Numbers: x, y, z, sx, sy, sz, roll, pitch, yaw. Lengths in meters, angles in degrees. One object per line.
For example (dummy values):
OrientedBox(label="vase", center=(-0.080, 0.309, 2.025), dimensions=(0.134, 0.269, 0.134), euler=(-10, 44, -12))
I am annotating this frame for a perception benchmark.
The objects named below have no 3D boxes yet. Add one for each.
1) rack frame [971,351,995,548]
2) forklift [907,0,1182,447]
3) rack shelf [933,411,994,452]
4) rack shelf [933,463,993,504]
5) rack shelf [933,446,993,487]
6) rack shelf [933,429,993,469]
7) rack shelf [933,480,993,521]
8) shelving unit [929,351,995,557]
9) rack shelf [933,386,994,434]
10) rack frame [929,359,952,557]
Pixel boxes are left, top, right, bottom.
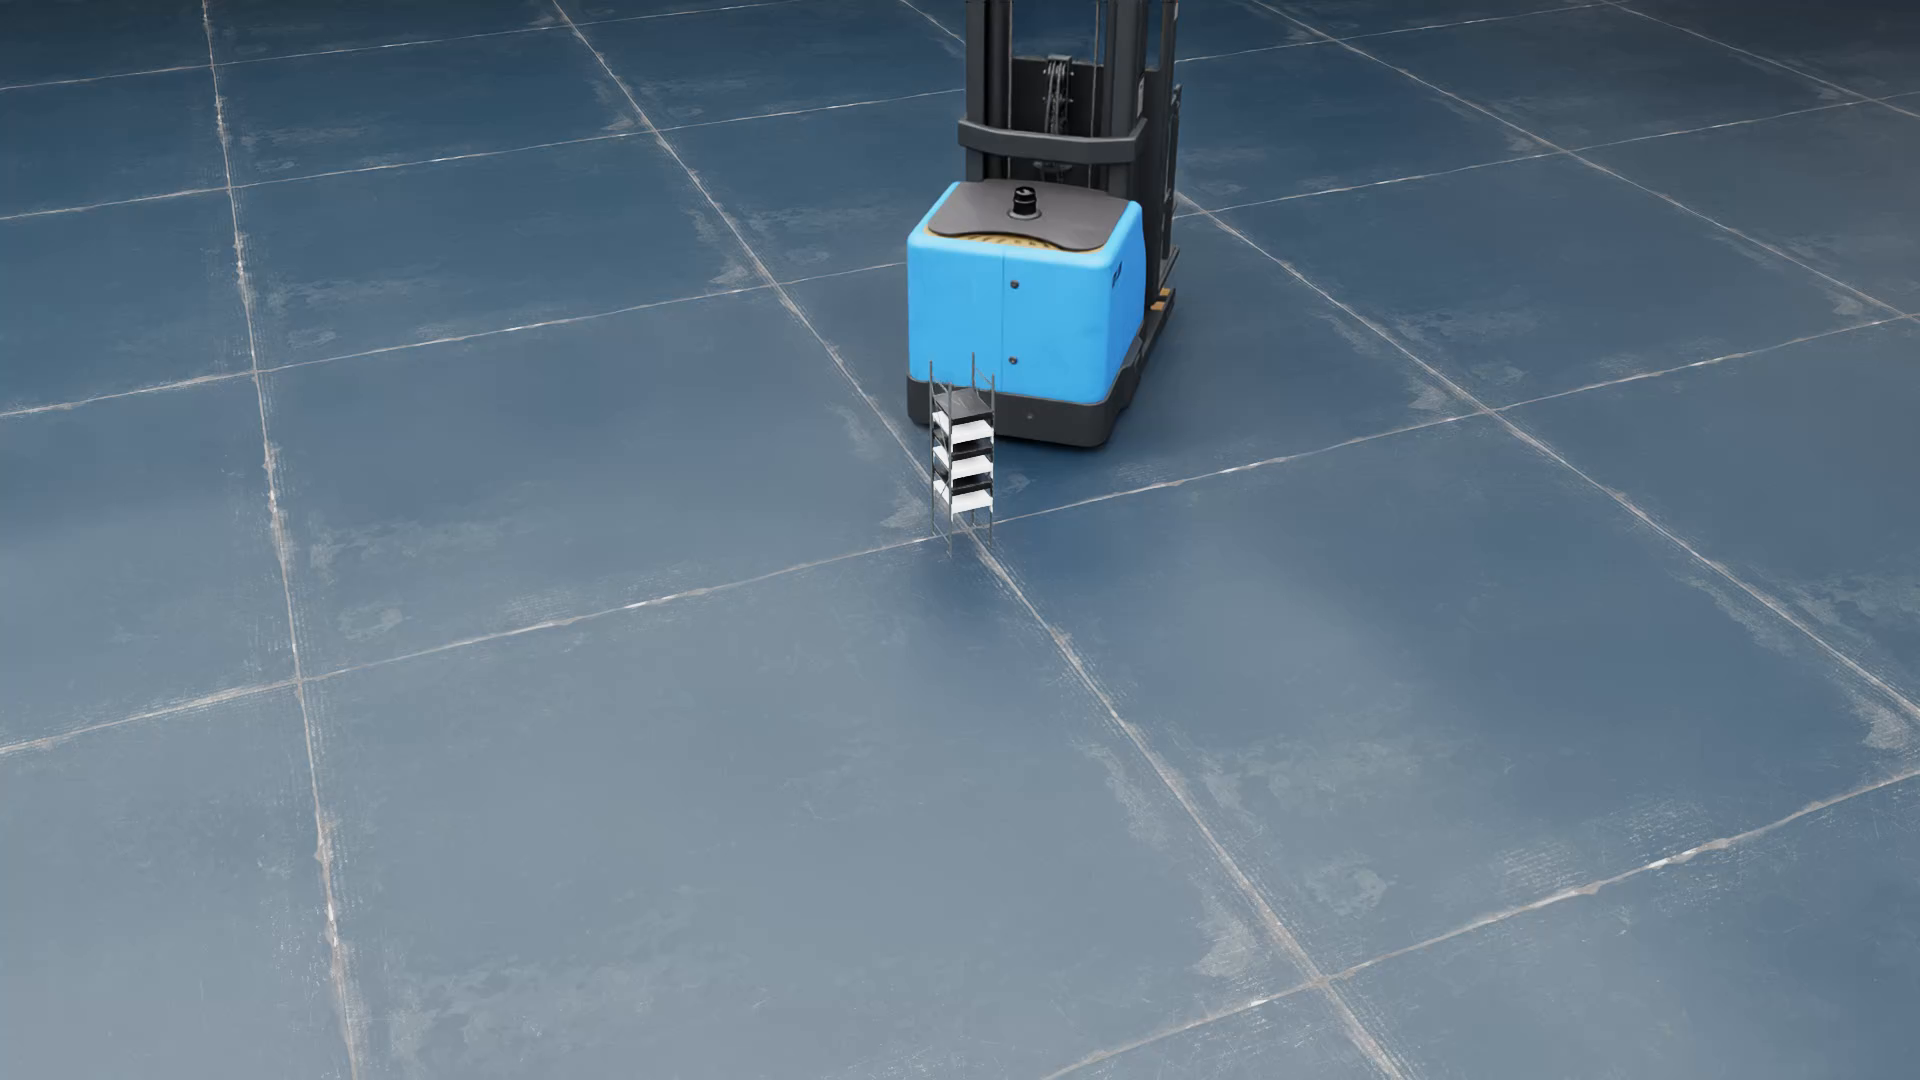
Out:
OrientedBox(label="rack frame", center=(0.101, -0.400, 7.540), dimensions=(0.006, 0.900, 0.240), euler=(-13, 35, -19))
OrientedBox(label="forklift", center=(0.636, -2.494, 8.895), dimensions=(1.130, 2.935, 3.031), euler=(9, 34, 14))
OrientedBox(label="rack shelf", center=(0.007, -0.502, 7.427), dimensions=(0.200, 0.077, 0.258), euler=(-13, 35, -19))
OrientedBox(label="rack shelf", center=(0.007, -0.276, 7.574), dimensions=(0.200, 0.077, 0.258), euler=(-13, 35, -19))
OrientedBox(label="rack shelf", center=(0.007, -0.351, 7.525), dimensions=(0.200, 0.077, 0.258), euler=(-13, 35, -19))
OrientedBox(label="rack shelf", center=(0.007, -0.426, 7.476), dimensions=(0.200, 0.077, 0.258), euler=(-13, 35, -19))
OrientedBox(label="rack shelf", center=(0.007, -0.200, 7.624), dimensions=(0.200, 0.077, 0.258), euler=(-13, 35, -19))
OrientedBox(label="shelving unit", center=(0.007, -0.379, 7.507), dimensions=(0.210, 0.900, 0.258), euler=(-13, 35, -19))
OrientedBox(label="rack shelf", center=(0.007, -0.577, 7.378), dimensions=(0.200, 0.077, 0.258), euler=(-13, 35, -19))
OrientedBox(label="rack frame", center=(-0.086, -0.357, 7.474), dimensions=(0.006, 0.900, 0.240), euler=(-13, 35, -19))
